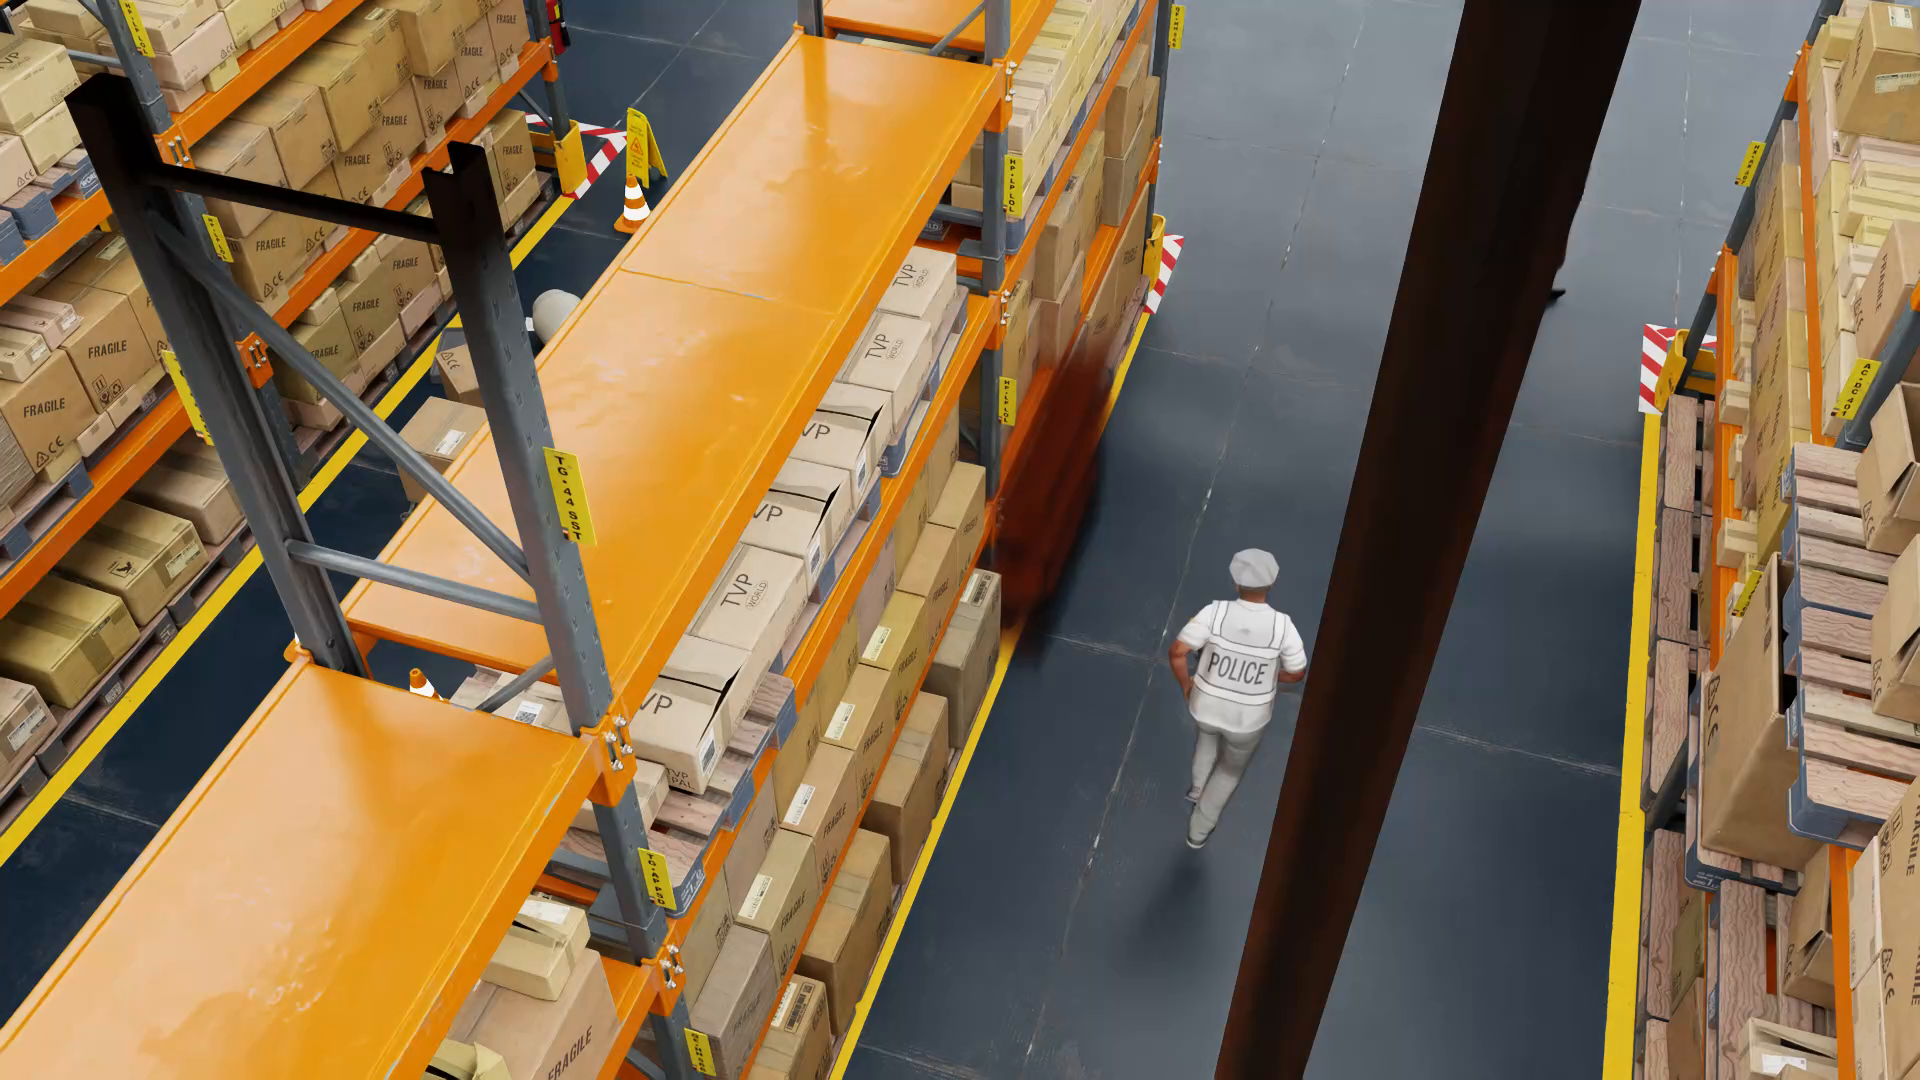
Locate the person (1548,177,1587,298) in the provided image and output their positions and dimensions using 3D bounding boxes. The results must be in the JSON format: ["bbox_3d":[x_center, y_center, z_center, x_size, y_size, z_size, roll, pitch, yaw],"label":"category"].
[{"bbox_3d":[4.381,-2.462,12.337,0.666,1.713,0.596,6,46,6],"label":"person"}]

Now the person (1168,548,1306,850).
[{"bbox_3d":[1.409,0.879,8.745,0.658,1.664,0.766,19,49,18],"label":"person"}]
